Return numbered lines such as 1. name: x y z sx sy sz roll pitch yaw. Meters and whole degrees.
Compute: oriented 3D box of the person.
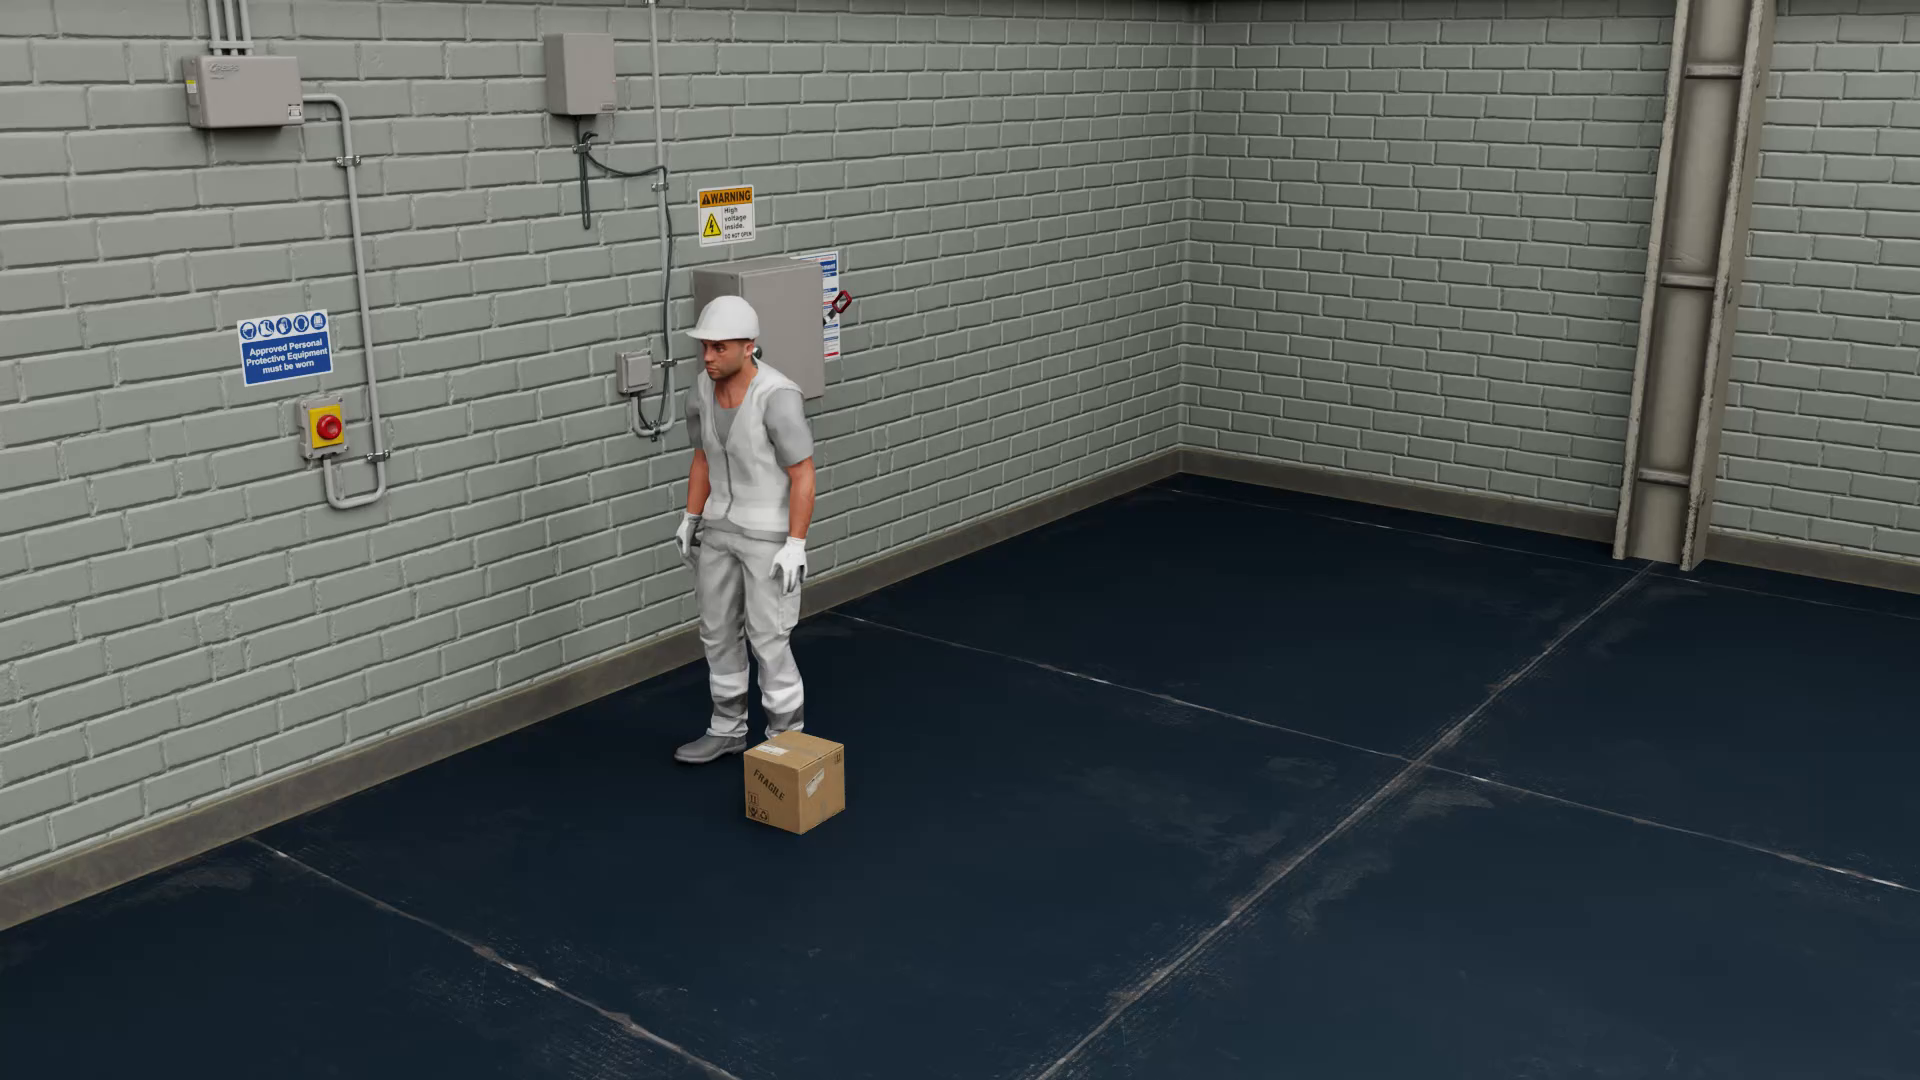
1. person: -0.783 -0.002 6.015 0.607 1.779 0.452 12 20 35
